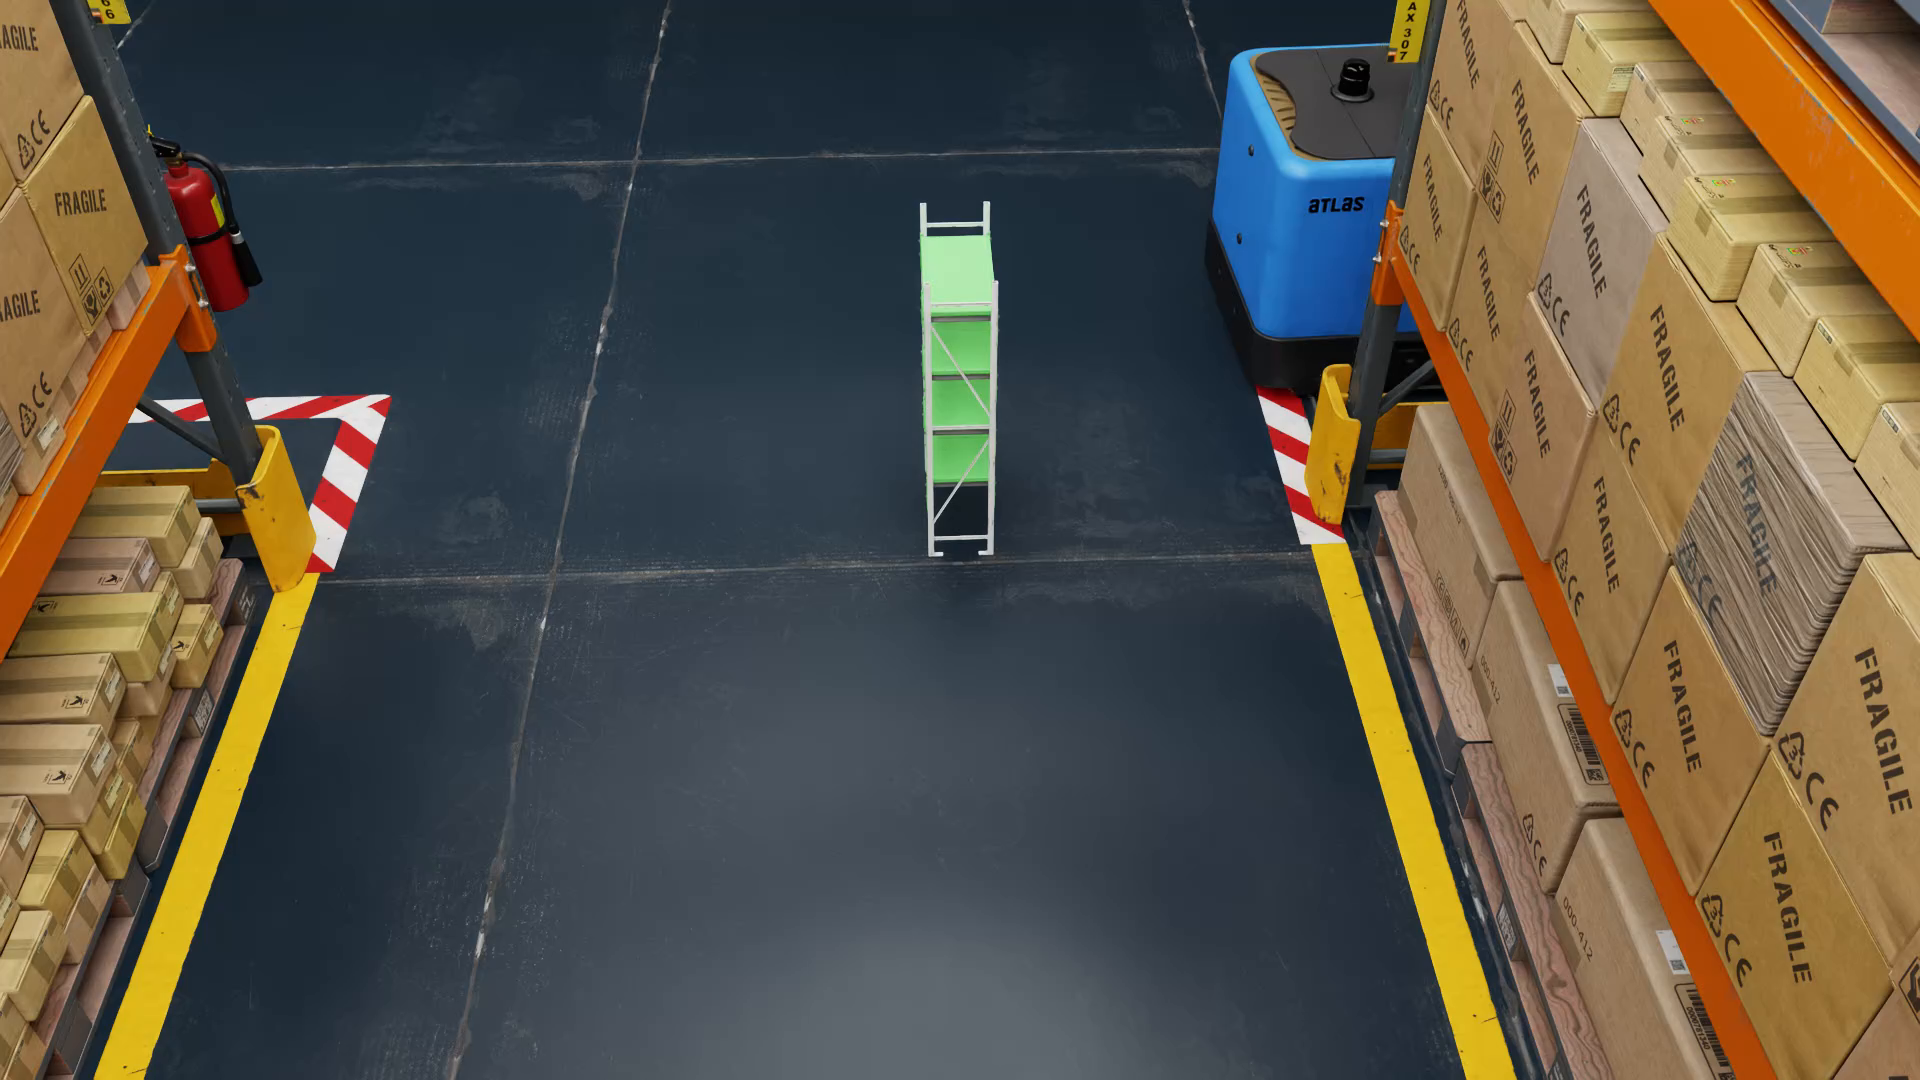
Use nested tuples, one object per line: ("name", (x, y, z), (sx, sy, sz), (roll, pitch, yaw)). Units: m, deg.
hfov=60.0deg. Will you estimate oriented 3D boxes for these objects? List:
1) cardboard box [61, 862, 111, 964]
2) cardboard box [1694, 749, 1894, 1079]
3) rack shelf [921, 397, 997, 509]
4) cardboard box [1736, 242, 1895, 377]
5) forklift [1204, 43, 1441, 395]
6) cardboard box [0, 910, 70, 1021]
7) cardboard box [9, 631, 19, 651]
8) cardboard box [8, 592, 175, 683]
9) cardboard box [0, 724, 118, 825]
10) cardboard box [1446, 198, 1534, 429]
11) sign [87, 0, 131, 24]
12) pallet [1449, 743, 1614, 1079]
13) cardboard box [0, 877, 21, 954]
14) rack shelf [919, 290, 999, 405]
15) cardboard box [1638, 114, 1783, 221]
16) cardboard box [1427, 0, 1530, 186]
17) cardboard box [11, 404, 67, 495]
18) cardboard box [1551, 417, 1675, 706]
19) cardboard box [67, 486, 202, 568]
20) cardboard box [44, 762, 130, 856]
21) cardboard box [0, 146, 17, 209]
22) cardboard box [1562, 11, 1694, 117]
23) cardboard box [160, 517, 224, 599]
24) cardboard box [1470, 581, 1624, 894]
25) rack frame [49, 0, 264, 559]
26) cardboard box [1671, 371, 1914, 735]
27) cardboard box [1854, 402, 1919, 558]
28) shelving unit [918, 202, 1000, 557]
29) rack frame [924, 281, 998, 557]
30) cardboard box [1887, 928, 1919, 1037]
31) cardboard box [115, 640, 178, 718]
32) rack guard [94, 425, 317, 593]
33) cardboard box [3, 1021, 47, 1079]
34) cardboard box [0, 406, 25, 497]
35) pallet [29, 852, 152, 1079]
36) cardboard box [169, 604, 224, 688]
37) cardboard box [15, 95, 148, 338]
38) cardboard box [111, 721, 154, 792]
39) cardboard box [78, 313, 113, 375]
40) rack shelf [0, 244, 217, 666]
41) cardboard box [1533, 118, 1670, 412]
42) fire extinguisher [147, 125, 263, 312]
("cardboard box", (-2.646, 1.051, 4.683), (0.380, 0.149, 0.250), (-1, 43, -1))
("cardboard box", (1.806, 0.732, 3.157), (0.500, 0.500, 0.500), (-3, 43, -3))
("rack shelf", (-0.007, -0.330, 6.172), (0.258, 0.148, 0.480), (-2, 43, -2))
("cardboard box", (1.761, -0.452, 3.229), (0.380, 0.149, 0.250), (-2, 43, -2))
("forklift", (2.650, -2.091, 6.362), (3.031, 2.935, 1.130), (-4, 43, -4))
("cardboard box", (-2.605, 1.125, 4.381), (0.380, 0.149, 0.250), (-1, 43, -1))
("cardboard box", (-3.207, 0.365, 5.431), (0.380, 0.149, 0.250), (-2, 43, -2))
("cardboard box", (-2.636, 0.301, 5.060), (0.380, 0.149, 0.250), (-3, 43, -3))
("cardboard box", (-2.621, 0.658, 4.671), (0.380, 0.149, 0.250), (0, 43, 0))
("cardboard box", (1.721, -0.642, 4.657), (0.500, 0.500, 0.500), (-2, 43, -2))
("sign", (-2.447, -1.614, 4.700), (0.100, 0.325, 0.005), (-2, 43, -2))
("pallet", (2.099, 1.109, 4.884), (1.003, 0.211, 1.213), (-2, 43, -2))
("cardboard box", (-2.681, 1.015, 4.282), (0.380, 0.149, 0.250), (-1, 43, -2))
("rack shelf", (-0.007, -0.684, 5.847), (0.258, 0.148, 0.480), (-2, 43, -2))
("cardboard box", (1.717, -0.799, 3.608), (0.380, 0.149, 0.250), (-1, 43, -1))
("cardboard box", (1.674, -1.352, 4.691), (0.500, 0.500, 0.500), (-3, 43, -3))
("cardboard box", (-2.674, -0.254, 4.493), (0.380, 0.149, 0.250), (-1, 43, -1))
("cardboard box", (1.763, 0.039, 3.913), (0.500, 0.500, 0.500), (0, 43, 0))
("cardboard box", (-2.727, -0.041, 5.434), (0.380, 0.149, 0.250), (-1, 43, -1))
("cardboard box", (-2.637, 0.766, 4.773), (0.380, 0.149, 0.250), (-1, 43, -1))
("cardboard box", (-2.713, -0.939, 4.021), (0.500, 0.500, 0.500), (-3, 43, -3))
("cardboard box", (1.685, -1.145, 3.985), (0.380, 0.149, 0.250), (-3, 43, -3))
("cardboard box", (-2.695, 0.066, 5.536), (0.380, 0.149, 0.250), (-3, 43, -3))
("cardboard box", (2.114, 0.572, 4.992), (0.875, 0.438, 0.875), (-1, 43, -1))
("rack frame", (-3.003, -1.068, 5.195), (1.000, 3.000, 0.127), (-2, 43, -2))
("cardboard box", (1.768, 0.020, 3.195), (0.500, 0.500, 0.500), (-1, 43, -1))
("cardboard box", (1.798, -0.109, 2.855), (0.380, 0.149, 0.250), (-2, 43, -2))
("shelving unit", (-0.007, -0.554, 5.966), (0.258, 1.200, 0.503), (-2, 43, -2))
("rack frame", (0.003, -0.389, 5.787), (0.240, 1.200, 0.015), (-2, 43, -2))
("cardboard box", (1.812, 0.706, 2.446), (0.500, 0.500, 0.500), (-2, 43, -2))
("cardboard box", (-2.671, 0.417, 5.154), (0.380, 0.149, 0.250), (-3, 43, -4))
("rack guard", (-3.000, -0.095, 5.984), (1.175, 0.500, 0.348), (-2, 43, -2))
("cardboard box", (-2.623, 1.399, 4.303), (0.380, 0.149, 0.250), (-3, 43, -3))
("cardboard box", (-2.679, -0.229, 3.986), (0.500, 0.500, 0.500), (-2, 43, -2))
("pallet", (-2.952, 1.382, 4.586), (1.003, 0.211, 1.213), (-2, 43, -2))
("cardboard box", (-2.660, 0.348, 5.449), (0.380, 0.149, 0.250), (0, 43, 0))
("cardboard box", (-2.727, -0.919, 4.738), (0.500, 0.500, 0.500), (-1, 43, -1))
("cardboard box", (-2.711, 0.695, 5.071), (0.380, 0.149, 0.250), (-1, 43, -1))
("cardboard box", (-2.734, -0.595, 4.865), (0.380, 0.149, 0.250), (-2, 43, -2))
("rack shelf", (-2.918, 0.547, 3.965), (1.077, 0.370, 4.000), (-2, 43, -2))
("cardboard box", (1.733, -0.656, 3.931), (0.500, 0.500, 0.500), (-2, 43, -2))
("fire extinguisher", (-2.552, -1.085, 5.547), (0.296, 0.674, 0.183), (-2, 43, -2))
